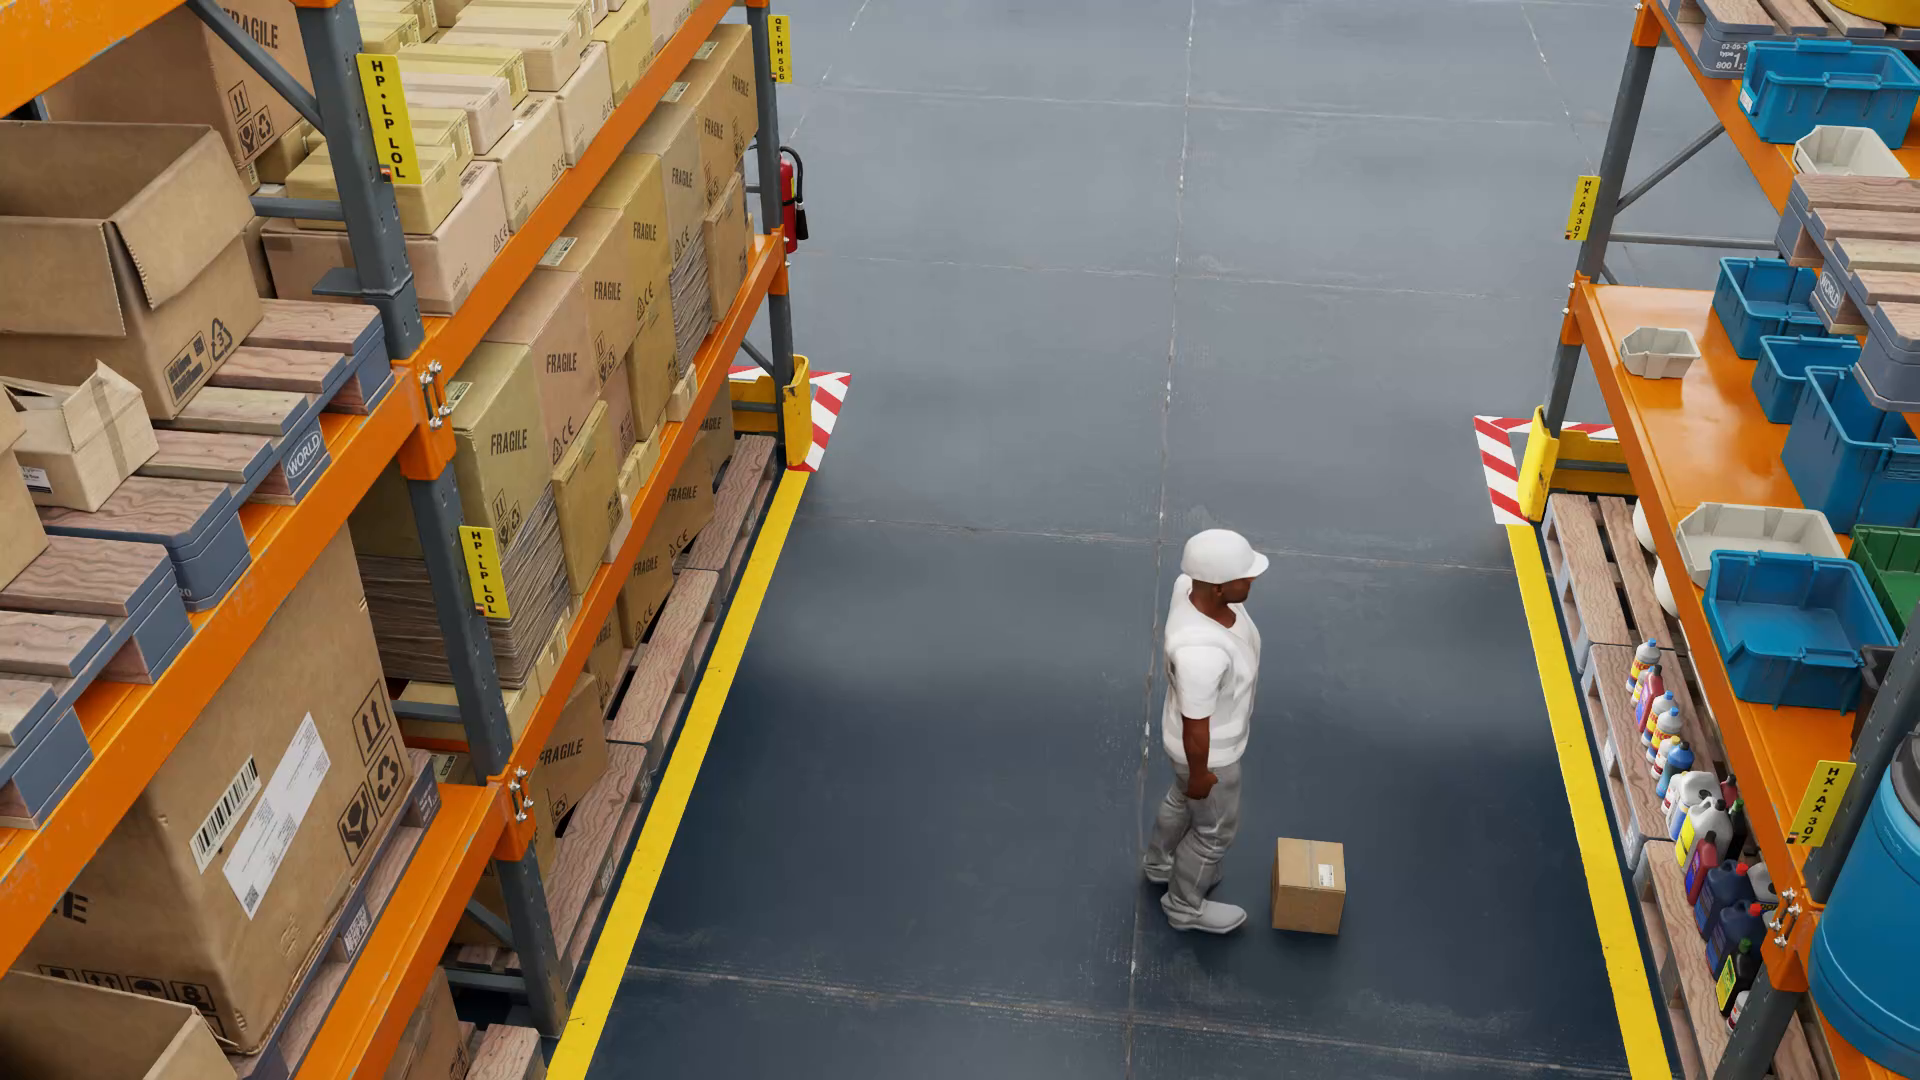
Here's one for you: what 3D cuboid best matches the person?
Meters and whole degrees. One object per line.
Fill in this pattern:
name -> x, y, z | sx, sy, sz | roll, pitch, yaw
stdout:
person -> 0.920, 0.700, 6.067 | 0.417, 1.767, 0.564 | 5, 36, 7
